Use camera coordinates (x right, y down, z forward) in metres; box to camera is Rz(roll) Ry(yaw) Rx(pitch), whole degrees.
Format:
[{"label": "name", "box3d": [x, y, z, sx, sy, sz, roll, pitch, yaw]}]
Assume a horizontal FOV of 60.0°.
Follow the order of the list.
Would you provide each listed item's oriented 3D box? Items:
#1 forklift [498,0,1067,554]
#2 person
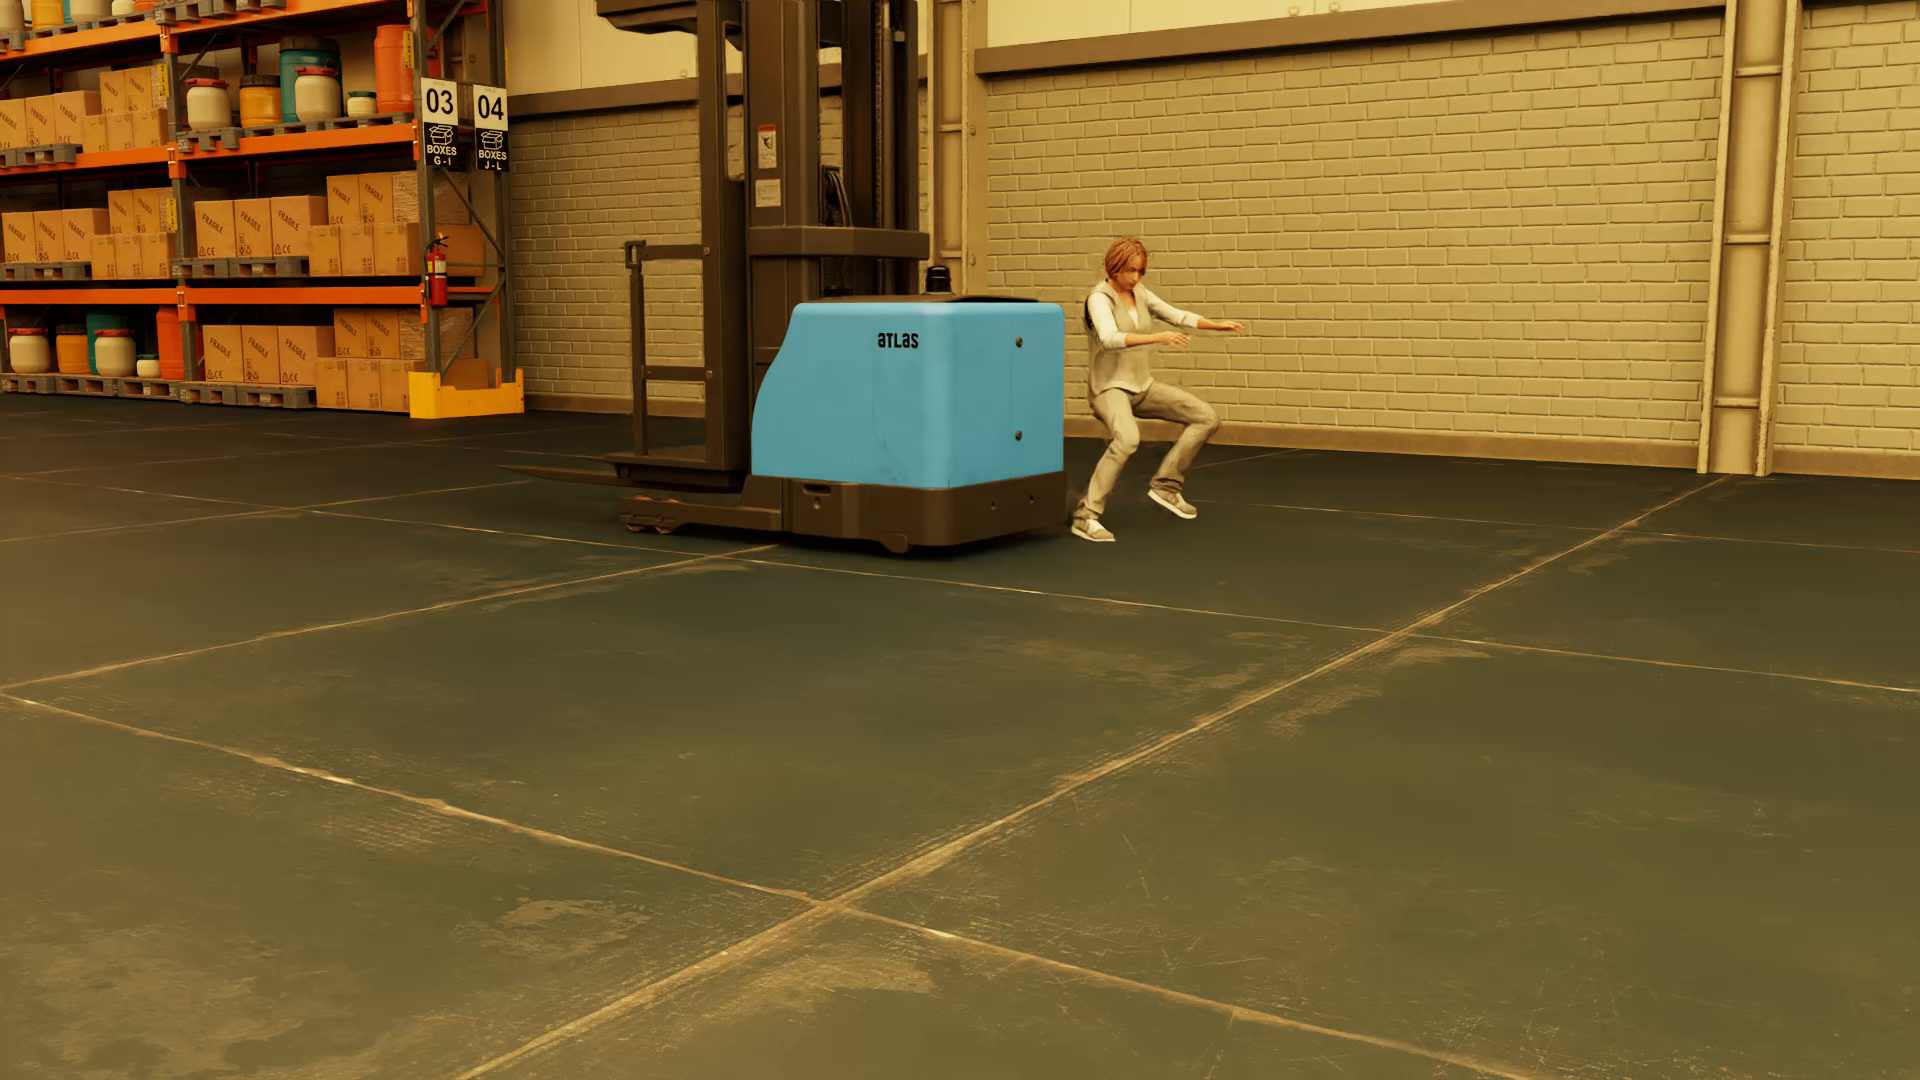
[{"label": "forklift", "box3d": [-1.005, -1.531, 7.958, 3.031, 2.935, 1.130, 6, 10, 35]}, {"label": "person", "box3d": [0.888, -0.711, 7.826, 0.857, 1.386, 0.683, -7, 10, -39]}]
